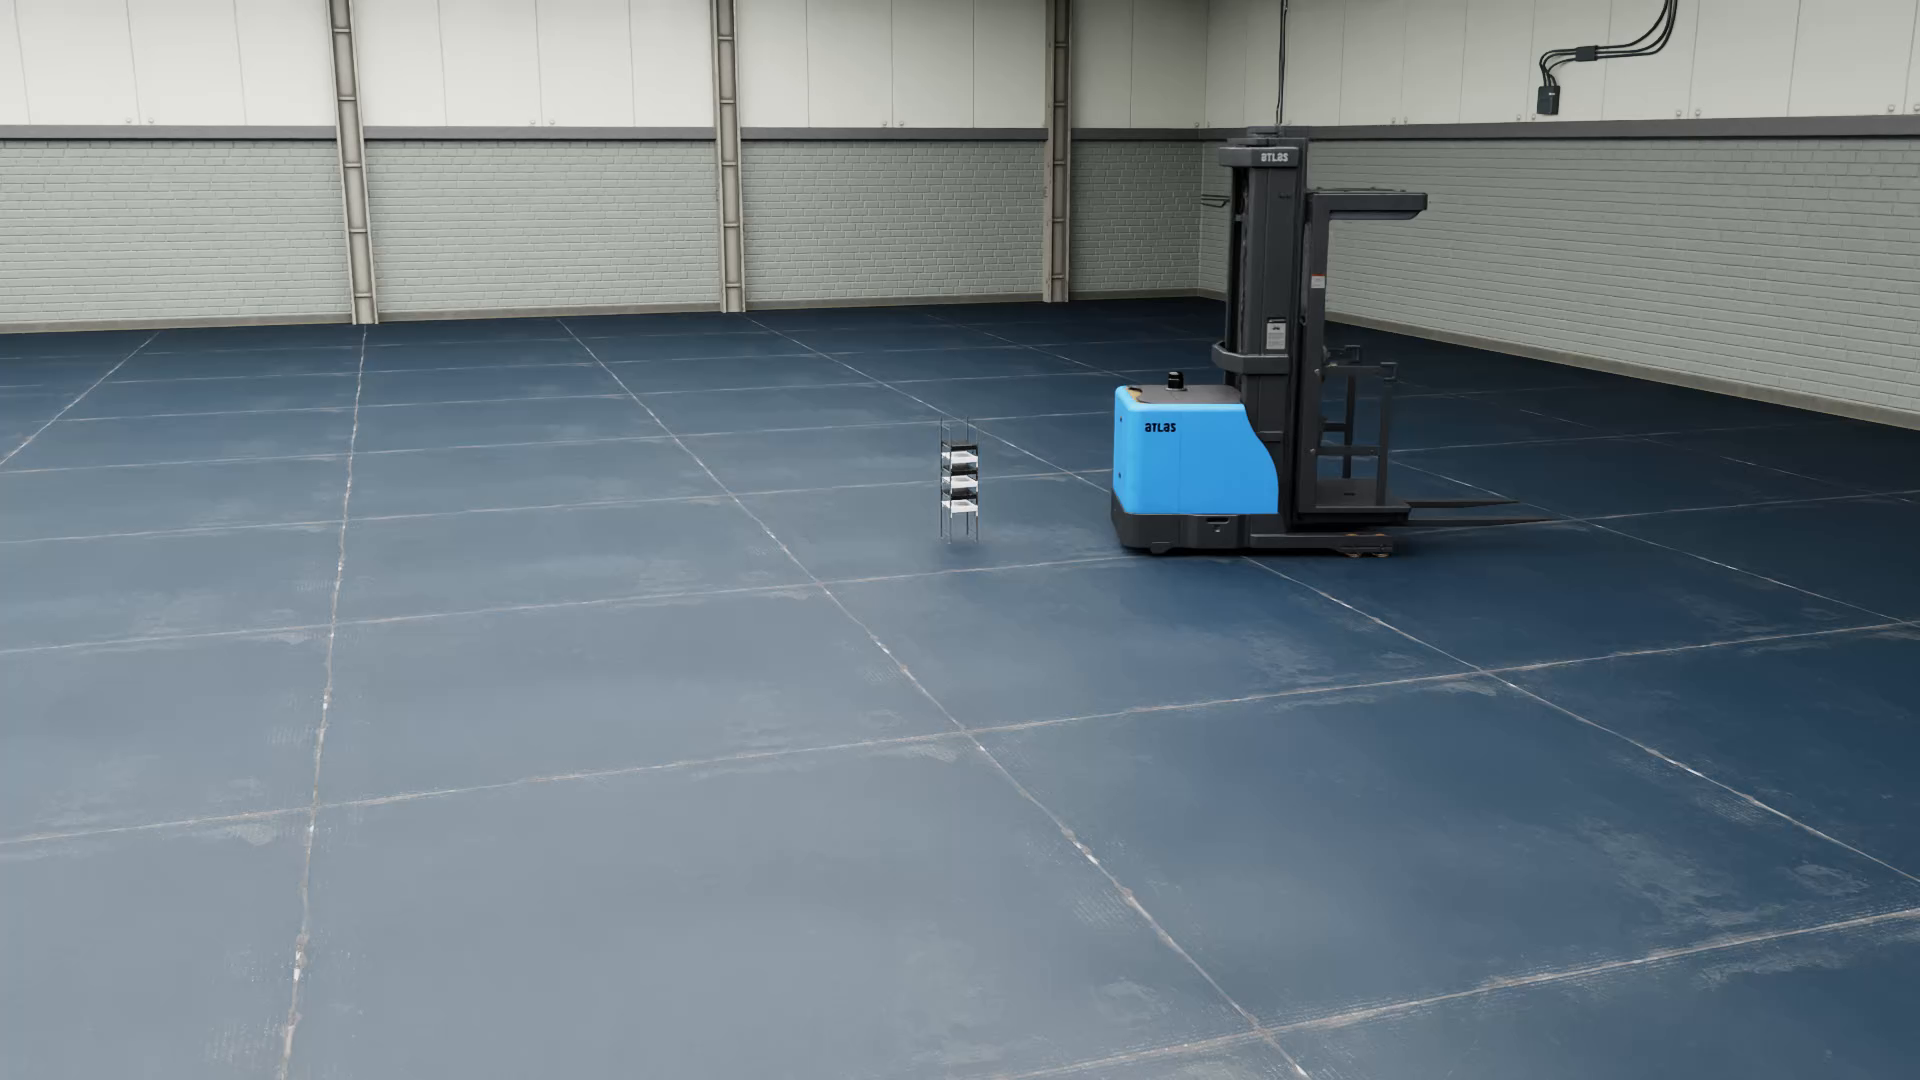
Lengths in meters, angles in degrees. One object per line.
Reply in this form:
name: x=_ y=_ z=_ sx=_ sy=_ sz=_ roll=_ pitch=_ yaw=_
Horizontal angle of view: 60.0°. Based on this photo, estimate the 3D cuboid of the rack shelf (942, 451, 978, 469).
rack shelf: x=-0.008 y=-0.580 z=12.002 sx=0.200 sy=0.077 sz=0.258 roll=-4 pitch=14 yaw=-18

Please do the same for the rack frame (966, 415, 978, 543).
rack frame: x=0.089 y=-0.445 z=12.068 sx=0.006 sy=0.900 sz=0.240 roll=-4 pitch=14 yaw=-18

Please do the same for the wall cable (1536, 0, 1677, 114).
wall cable: x=7.984 y=-8.274 z=20.131 sx=0.169 sy=6.003 sz=2.305 roll=-4 pitch=14 yaw=-18

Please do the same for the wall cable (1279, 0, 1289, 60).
wall cable: x=5.834 y=-9.056 z=26.563 sx=0.112 sy=2.526 sz=3.097 roll=-4 pitch=14 yaw=-18

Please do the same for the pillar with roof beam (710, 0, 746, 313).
pillar with roof beam: x=-2.556 y=-7.388 z=23.757 sx=0.400 sy=9.000 sz=9.100 roll=-4 pitch=14 yaw=-18

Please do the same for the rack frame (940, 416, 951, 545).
rack frame: x=-0.104 y=-0.430 z=12.005 sx=0.006 sy=0.900 sz=0.240 roll=-4 pitch=14 yaw=-18

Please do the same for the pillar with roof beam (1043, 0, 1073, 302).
pillar with roof beam: x=3.131 y=-7.831 z=25.619 sx=0.400 sy=9.000 sz=9.100 roll=-4 pitch=14 yaw=-18

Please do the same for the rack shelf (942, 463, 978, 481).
rack shelf: x=-0.008 y=-0.492 z=12.023 sx=0.200 sy=0.077 sz=0.258 roll=-4 pitch=14 yaw=-18

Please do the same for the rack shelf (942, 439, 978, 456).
rack shelf: x=-0.008 y=-0.667 z=11.981 sx=0.200 sy=0.077 sz=0.258 roll=-4 pitch=14 yaw=-18

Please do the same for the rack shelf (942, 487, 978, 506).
rack shelf: x=-0.008 y=-0.317 z=12.065 sx=0.200 sy=0.077 sz=0.258 roll=-4 pitch=14 yaw=-18

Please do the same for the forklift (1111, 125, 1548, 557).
forklift: x=2.656 y=-1.427 z=11.808 sx=3.031 sy=2.935 sz=1.130 roll=0 pitch=13 yaw=-1

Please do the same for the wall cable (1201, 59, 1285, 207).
wall cable: x=4.971 y=-7.192 z=29.642 sx=0.112 sy=2.526 sz=3.097 roll=-4 pitch=14 yaw=-18

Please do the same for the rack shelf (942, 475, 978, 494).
rack shelf: x=-0.008 y=-0.405 z=12.044 sx=0.200 sy=0.077 sz=0.258 roll=-4 pitch=14 yaw=-18

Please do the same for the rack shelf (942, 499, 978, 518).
rack shelf: x=-0.008 y=-0.230 z=12.086 sx=0.200 sy=0.077 sz=0.258 roll=-4 pitch=14 yaw=-18

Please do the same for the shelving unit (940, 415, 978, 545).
shelving unit: x=-0.008 y=-0.437 z=12.036 sx=0.210 sy=0.900 sz=0.258 roll=-4 pitch=14 yaw=-18

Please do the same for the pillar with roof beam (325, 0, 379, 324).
pillar with roof beam: x=-8.243 y=-6.945 z=21.895 sx=0.400 sy=9.000 sz=9.100 roll=-4 pitch=14 yaw=-18
